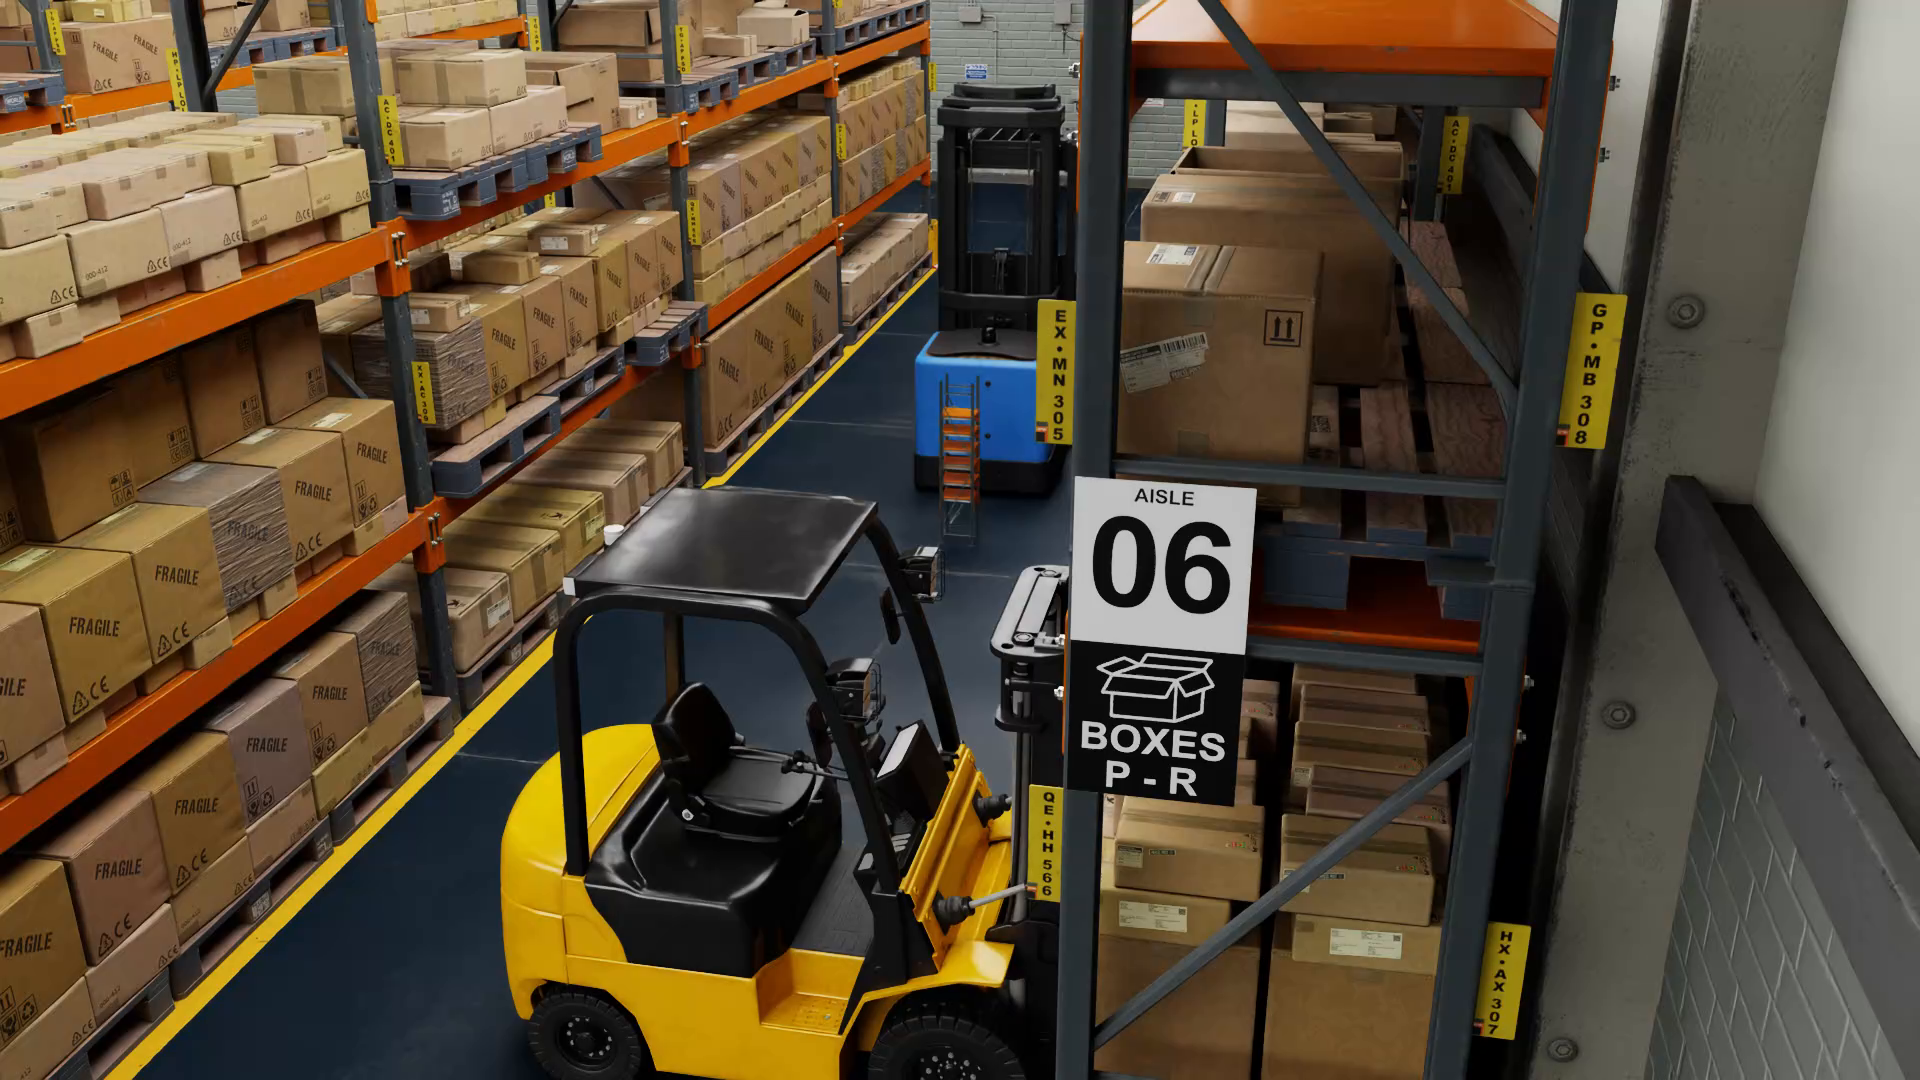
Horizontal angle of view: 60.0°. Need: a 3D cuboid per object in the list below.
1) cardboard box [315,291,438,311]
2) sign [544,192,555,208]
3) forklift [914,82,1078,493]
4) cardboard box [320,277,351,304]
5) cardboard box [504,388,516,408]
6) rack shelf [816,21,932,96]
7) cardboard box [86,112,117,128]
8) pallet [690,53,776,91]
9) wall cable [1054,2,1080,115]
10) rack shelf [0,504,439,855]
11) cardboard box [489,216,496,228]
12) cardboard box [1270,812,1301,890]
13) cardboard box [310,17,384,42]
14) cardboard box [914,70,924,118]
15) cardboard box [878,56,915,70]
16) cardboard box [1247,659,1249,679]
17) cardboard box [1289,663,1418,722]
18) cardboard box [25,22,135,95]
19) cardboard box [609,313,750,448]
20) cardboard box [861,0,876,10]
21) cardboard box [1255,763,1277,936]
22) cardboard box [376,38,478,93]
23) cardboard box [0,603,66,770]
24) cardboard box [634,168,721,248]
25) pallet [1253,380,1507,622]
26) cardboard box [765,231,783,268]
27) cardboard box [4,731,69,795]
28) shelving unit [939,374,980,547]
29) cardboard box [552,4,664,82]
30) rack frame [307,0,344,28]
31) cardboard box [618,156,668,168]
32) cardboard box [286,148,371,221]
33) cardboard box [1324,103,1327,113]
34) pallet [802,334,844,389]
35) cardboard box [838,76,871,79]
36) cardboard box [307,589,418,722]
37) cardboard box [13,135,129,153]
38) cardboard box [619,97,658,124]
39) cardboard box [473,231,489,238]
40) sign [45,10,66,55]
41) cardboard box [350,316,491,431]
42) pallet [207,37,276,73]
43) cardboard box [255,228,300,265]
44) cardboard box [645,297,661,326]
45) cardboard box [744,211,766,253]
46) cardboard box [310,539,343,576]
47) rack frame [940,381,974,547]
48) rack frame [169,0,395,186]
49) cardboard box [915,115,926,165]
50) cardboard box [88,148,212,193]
[{"bbox_3d":[-3.328,-1.142,9.579,0.500,0.500,0.500,5,22,11],"label":"cardboard box"},{"bbox_3d":[-3.025,-2.436,12.337,0.100,0.325,0.005,4,22,11],"label":"sign"},{"bbox_3d":[0.409,-2.233,13.474,1.130,2.935,3.031,4,22,9],"label":"forklift"},{"bbox_3d":[-6.436,-2.406,16.597,0.500,0.500,0.500,4,22,10],"label":"cardboard box"},{"bbox_3d":[-2.833,-0.851,9.726,0.380,0.149,0.250,6,23,14],"label":"cardboard box"},{"bbox_3d":[-1.257,-5.110,17.473,1.077,0.370,4.000,4,22,11],"label":"rack shelf"},{"bbox_3d":[-10.597,-5.038,20.151,0.500,0.250,0.500,4,22,9],"label":"cardboard box"},{"bbox_3d":[-2.176,-3.810,13.537,1.003,0.211,1.213,6,23,13],"label":"pallet"},{"bbox_3d":[1.670,-7.215,24.393,0.588,1.984,0.122,4,22,11],"label":"wall cable"},{"bbox_3d":[-3.706,0.670,7.137,1.077,0.370,4.000,4,22,11],"label":"rack shelf"},{"bbox_3d":[-5.726,-3.777,19.675,0.380,0.149,0.250,4,22,9],"label":"cardboard box"},{"bbox_3d":[1.058,0.898,4.605,0.380,0.149,0.250,4,22,11],"label":"cardboard box"},{"bbox_3d":[-6.179,-5.132,16.766,0.500,0.250,0.500,6,23,14],"label":"cardboard box"},{"bbox_3d":[-0.714,-5.099,19.027,0.500,0.500,0.500,5,23,13],"label":"cardboard box"},{"bbox_3d":[-0.726,-5.448,19.025,0.380,0.149,0.250,5,22,12],"label":"cardboard box"},{"bbox_3d":[0.781,0.479,5.648,0.380,0.149,0.250,5,22,11],"label":"cardboard box"},{"bbox_3d":[1.245,0.475,5.259,0.380,0.149,0.250,5,23,13],"label":"cardboard box"},{"bbox_3d":[-6.971,-3.824,13.185,0.500,0.500,0.500,4,22,11],"label":"cardboard box"},{"bbox_3d":[-2.259,-1.313,13.381,0.875,0.875,0.875,4,22,10],"label":"cardboard box"},{"bbox_3d":[-1.203,-5.831,17.725,0.500,0.311,0.500,5,22,12],"label":"cardboard box"},{"bbox_3d":[0.705,1.010,5.197,0.500,0.500,0.500,5,23,13],"label":"cardboard box"},{"bbox_3d":[-3.117,-2.740,9.596,0.500,0.250,0.500,5,22,12],"label":"cardboard box"},{"bbox_3d":[-3.643,0.542,5.961,0.500,0.500,0.500,5,23,13],"label":"cardboard box"},{"bbox_3d":[-2.141,-2.530,12.647,0.500,0.500,0.500,4,22,9],"label":"cardboard box"},{"bbox_3d":[0.916,-0.162,4.343,1.003,0.211,1.213,4,22,11],"label":"pallet"},{"bbox_3d":[-1.838,-2.509,14.269,0.500,0.250,0.500,4,22,11],"label":"cardboard box"},{"bbox_3d":[-3.574,0.803,6.182,0.380,0.149,0.250,5,22,12],"label":"cardboard box"},{"bbox_3d":[-0.003,-0.551,11.616,0.258,1.200,0.189,4,22,11],"label":"shelving unit"},{"bbox_3d":[-2.552,-3.641,12.164,0.797,0.503,0.637,3,22,8],"label":"cardboard box"},{"bbox_3d":[-6.532,-6.444,15.808,1.000,3.000,0.127,4,22,11],"label":"rack frame"},{"bbox_3d":[-2.535,-2.765,13.232,0.500,0.500,0.500,5,22,12],"label":"cardboard box"},{"bbox_3d":[-3.124,-1.672,7.777,0.500,0.250,0.500,4,22,10],"label":"cardboard box"},{"bbox_3d":[1.987,-2.721,9.750,0.700,0.500,0.500,4,22,10],"label":"cardboard box"},{"bbox_3d":[-1.749,-1.739,15.889,1.003,0.211,1.213,4,22,11],"label":"pallet"},{"bbox_3d":[-1.135,-4.698,17.164,0.380,0.149,0.250,4,22,11],"label":"cardboard box"},{"bbox_3d":[-3.155,0.575,8.526,0.500,0.500,0.500,4,22,10],"label":"cardboard box"},{"bbox_3d":[-3.848,-1.662,7.219,0.380,0.149,0.250,4,22,11],"label":"cardboard box"},{"bbox_3d":[-2.340,-3.001,11.612,0.380,0.149,0.250,4,22,11],"label":"cardboard box"},{"bbox_3d":[-5.741,-3.539,19.481,0.380,0.149,0.250,5,22,12],"label":"cardboard box"},{"bbox_3d":[-6.806,-3.821,12.512,0.100,0.325,0.005,4,22,11],"label":"sign"},{"bbox_3d":[-2.921,-0.924,9.037,0.500,0.500,0.500,5,22,12],"label":"cardboard box"},{"bbox_3d":[-6.970,-4.368,14.920,1.213,0.211,1.003,4,22,11],"label":"pallet"},{"bbox_3d":[-3.229,-1.350,7.511,0.380,0.149,0.250,5,22,11],"label":"cardboard box"},{"bbox_3d":[-2.309,-1.599,11.583,0.380,0.149,0.250,4,22,10],"label":"cardboard box"},{"bbox_3d":[-1.916,-2.557,13.718,0.500,0.250,0.500,4,22,11],"label":"cardboard box"},{"bbox_3d":[-3.238,0.044,8.066,0.380,0.149,0.250,5,22,11],"label":"cardboard box"},{"bbox_3d":[-0.022,-0.518,11.533,0.240,1.200,0.006,4,22,11],"label":"rack frame"},{"bbox_3d":[-3.297,-3.178,7.698,1.000,3.000,0.127,4,22,11],"label":"rack frame"},{"bbox_3d":[-0.688,-4.633,19.209,0.500,0.500,0.500,5,22,11],"label":"cardboard box"},{"bbox_3d":[-3.346,-1.525,6.878,0.380,0.149,0.250,4,22,10],"label":"cardboard box"}]
